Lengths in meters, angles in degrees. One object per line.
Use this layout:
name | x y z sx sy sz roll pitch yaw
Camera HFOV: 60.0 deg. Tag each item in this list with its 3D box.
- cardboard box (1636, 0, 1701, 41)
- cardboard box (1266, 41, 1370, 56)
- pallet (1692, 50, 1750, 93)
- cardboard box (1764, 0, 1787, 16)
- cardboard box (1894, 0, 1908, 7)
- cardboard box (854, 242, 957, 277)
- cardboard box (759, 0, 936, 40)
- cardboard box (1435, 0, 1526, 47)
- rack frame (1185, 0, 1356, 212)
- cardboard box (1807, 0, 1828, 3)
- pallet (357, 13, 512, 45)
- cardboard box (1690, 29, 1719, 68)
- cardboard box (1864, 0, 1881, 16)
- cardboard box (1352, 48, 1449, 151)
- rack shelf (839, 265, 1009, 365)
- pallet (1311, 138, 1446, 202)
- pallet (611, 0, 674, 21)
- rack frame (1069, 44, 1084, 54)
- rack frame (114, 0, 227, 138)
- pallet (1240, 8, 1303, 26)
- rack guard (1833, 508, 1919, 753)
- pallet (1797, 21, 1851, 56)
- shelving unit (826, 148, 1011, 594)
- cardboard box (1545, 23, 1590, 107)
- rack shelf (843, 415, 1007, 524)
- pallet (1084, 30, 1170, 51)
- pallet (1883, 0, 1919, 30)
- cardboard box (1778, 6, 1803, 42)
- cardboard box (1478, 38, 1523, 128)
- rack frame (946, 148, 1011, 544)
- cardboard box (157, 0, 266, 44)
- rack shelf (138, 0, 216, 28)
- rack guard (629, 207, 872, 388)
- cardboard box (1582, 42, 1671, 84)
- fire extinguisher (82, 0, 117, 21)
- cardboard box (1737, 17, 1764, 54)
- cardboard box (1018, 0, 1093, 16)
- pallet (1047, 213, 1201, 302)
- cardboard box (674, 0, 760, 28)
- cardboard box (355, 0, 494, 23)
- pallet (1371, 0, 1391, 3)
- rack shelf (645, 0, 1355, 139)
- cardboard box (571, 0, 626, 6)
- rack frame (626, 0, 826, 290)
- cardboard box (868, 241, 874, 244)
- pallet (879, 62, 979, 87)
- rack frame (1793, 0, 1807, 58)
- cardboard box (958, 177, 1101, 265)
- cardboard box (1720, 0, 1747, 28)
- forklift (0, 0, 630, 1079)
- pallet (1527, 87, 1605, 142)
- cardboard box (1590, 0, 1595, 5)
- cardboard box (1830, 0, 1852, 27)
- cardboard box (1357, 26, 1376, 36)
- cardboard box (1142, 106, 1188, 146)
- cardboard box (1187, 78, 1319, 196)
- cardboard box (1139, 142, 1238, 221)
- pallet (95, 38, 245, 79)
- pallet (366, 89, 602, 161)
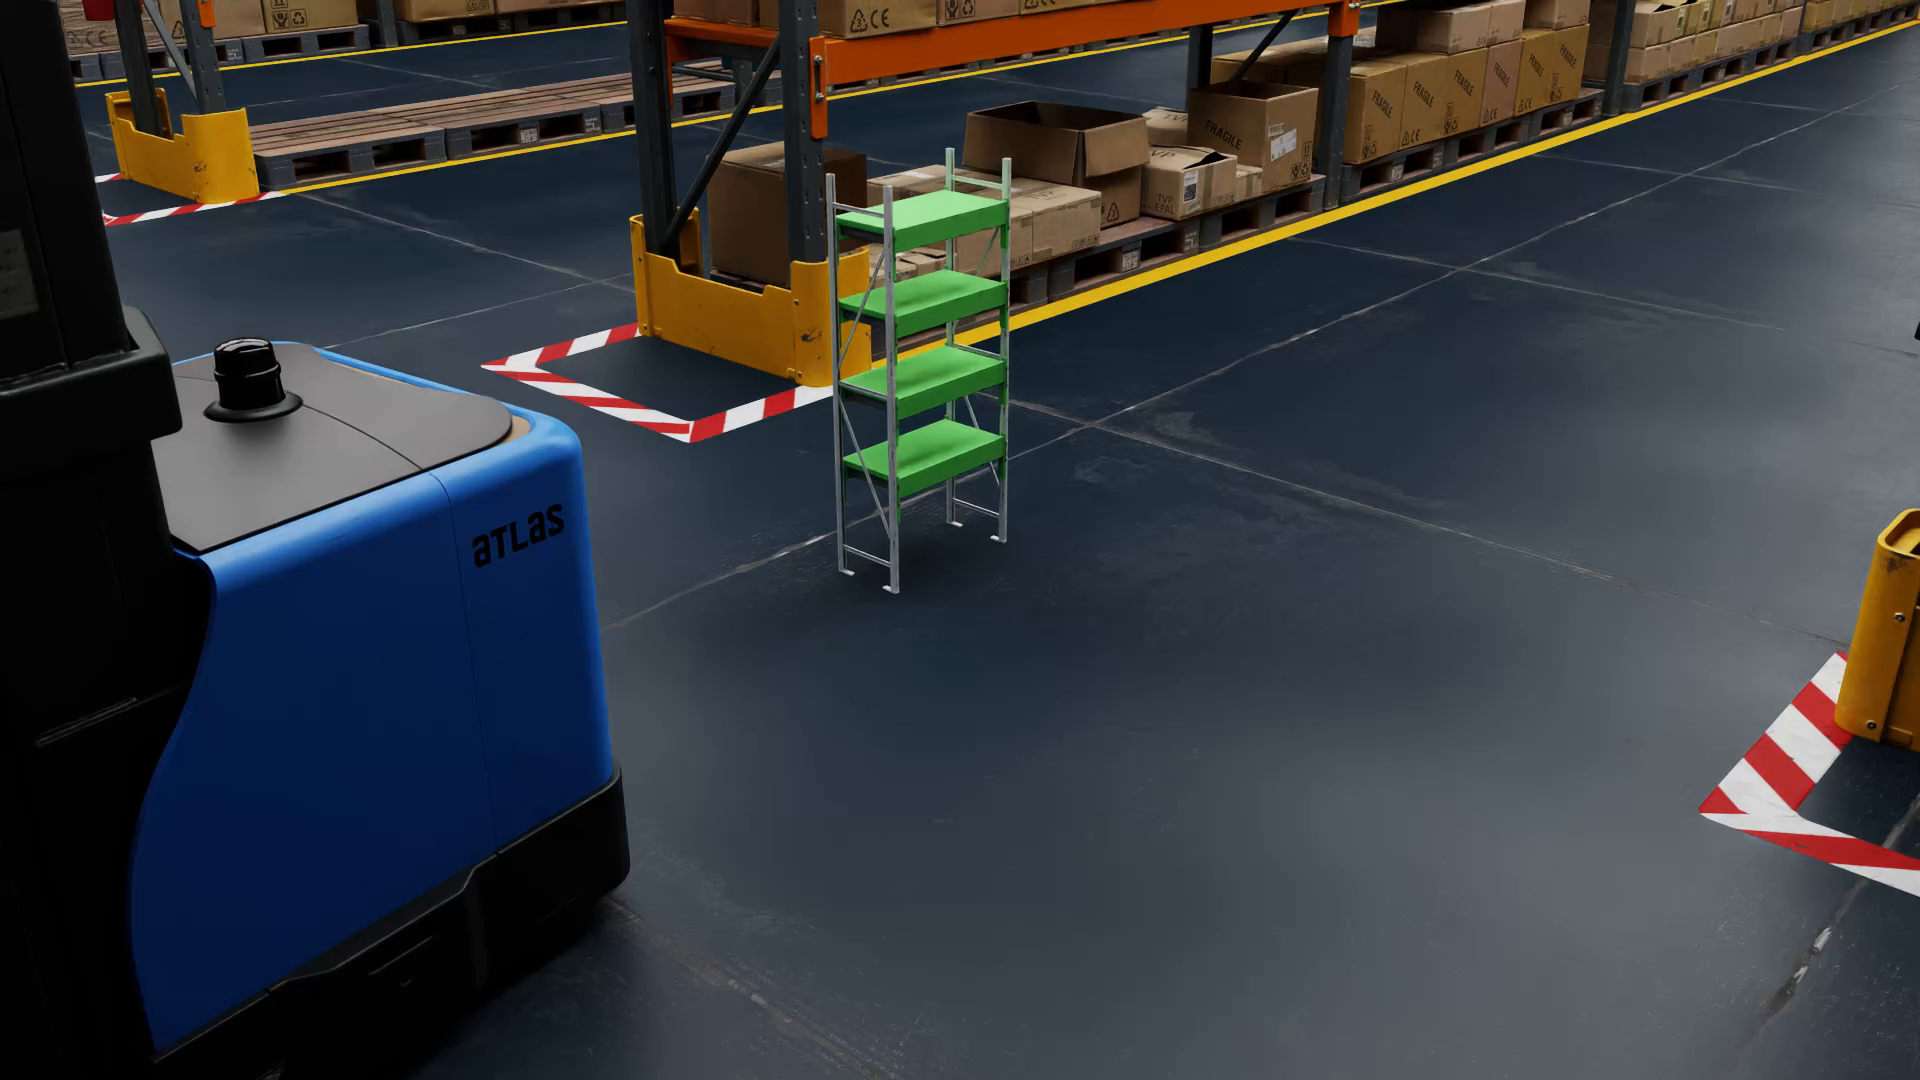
cardboard box | 5.316 -4.023 12.718 0.500 0.311 0.500 19 31 36
cardboard box | 2.186 -2.807 10.361 0.500 0.500 0.500 20 31 38
pallet | 5.797 -3.926 13.748 1.003 0.211 1.213 20 31 38
cardboard box | 6.674 -4.638 14.090 0.500 0.311 0.500 21 32 39
cardboard box | 9.280 -5.563 16.838 0.500 0.250 0.500 20 31 38
cardboard box | -0.233 -1.169 7.115 0.380 0.166 0.250 20 31 38
cardboard box | -0.443 -2.260 6.501 0.500 0.500 0.500 21 32 39
cardboard box | 3.240 -3.310 10.568 0.500 0.250 0.500 19 31 37
rack frame | 1.734 -3.370 9.099 1.000 3.000 0.127 20 31 38
cardboard box | 7.616 -5.142 14.982 0.500 0.500 0.500 20 31 38
pallet | -5.182 -5.059 16.275 1.003 0.211 1.213 20 31 38
cardboard box | 5.649 -3.918 13.169 0.500 0.250 0.500 19 30 36
cardboard box | 8.613 -5.258 16.159 0.500 0.250 0.500 20 31 38
cardboard box | 2.586 -2.676 10.070 0.500 0.500 0.500 21 31 38
rack shelf | -0.110 -0.658 4.820 0.258 0.148 0.480 20 31 38
pallet | 2.249 -2.355 10.245 1.003 0.211 1.213 20 31 38
pallet | -3.553 -5.802 17.933 1.003 0.211 1.213 20 31 38
rack frame | 0.718 -5.942 14.836 1.000 3.000 0.127 20 31 38
rack frame | -4.622 -3.504 9.400 1.000 3.000 0.127 20 31 38
pallet | 2.892 -5.638 17.567 1.003 0.211 1.213 20 31 38
rack guard | 2.740 0.349 3.861 1.175 0.500 0.348 20 31 38
pallet | 7.635 -4.765 15.620 1.003 0.211 1.213 20 31 38
shelving unit | -0.110 -0.497 4.892 0.258 1.200 0.503 20 31 38
cardboard box | 3.954 -3.299 11.460 0.500 0.500 0.500 22 32 39
rack shelf | -0.110 -0.220 5.016 0.258 0.148 0.480 20 31 38
pallet | 1.264 -4.895 15.909 1.003 0.211 1.213 20 31 38
pallet | 9.264 -5.509 17.278 1.003 0.211 1.213 20 31 38
cardboard box | 7.013 -4.538 14.553 0.500 0.250 0.500 20 31 37
cardboard box | 3.263 -2.980 10.748 0.500 0.500 0.500 19 30 36
rack frame | 0.052 -0.571 5.058 0.240 1.200 0.015 20 31 38
cardboard box | -6.741 -4.844 14.472 0.875 0.875 0.875 20 31 38
rack shelf | -3.287 -3.786 10.906 1.077 0.370 4.000 20 31 38
rack guard | -0.885 -1.033 6.944 1.175 0.500 0.348 20 31 38
cardboard box | 4.972 -3.605 12.470 0.500 0.250 0.500 20 31 37
fire extinguisher | -5.061 -3.377 9.666 0.296 0.674 0.183 20 31 38
cardboard box | 6.333 -4.229 13.863 0.500 0.250 0.500 21 32 39
cardboard box | 0.235 -2.570 7.194 0.500 0.500 0.500 20 31 37
pallet | 0.461 -1.515 8.370 1.003 0.211 1.213 20 31 38
cardboard box | -0.839 -2.407 6.830 0.500 0.500 0.500 21 32 39
cardboard box | -5.228 -5.498 15.930 1.225 0.875 0.875 20 31 38
pallet | 4.681 -6.455 19.388 1.003 0.211 1.213 20 31 38
rack shelf | 0.399 -2.432 7.887 1.077 0.370 4.000 20 31 38
cardboard box | -4.048 -6.042 17.144 1.225 0.875 0.875 20 31 38
rack frame | -0.935 -2.151 6.381 1.000 3.000 0.127 20 31 38
cardboard box | -0.419 -1.390 7.610 0.380 0.166 0.250 20 31 38
pallet | -0.592 -4.048 14.020 1.003 0.211 1.213 20 31 38
rack frame | 7.073 -5.807 14.535 1.000 3.000 0.127 20 31 38
cardboard box | 0.306 -1.490 7.729 0.500 0.250 0.500 20 31 38
cardboard box | 6.001 -4.334 13.413 0.500 0.311 0.500 20 31 37
forklift | -1.965 -0.204 2.122 1.130 2.935 3.031 16 29 32
pallet | 3.877 -3.099 11.903 1.003 0.211 1.213 20 31 38
cardboard box | 4.570 -4.008 12.685 0.500 0.311 0.500 21 32 39
cardboard box | 7.946 -4.953 15.479 0.500 0.250 0.500 20 31 38
cardboard box | 2.859 -3.115 11.048 0.500 0.500 0.500 19 30 36
cardboard box | 1.293 -2.275 9.405 0.500 0.311 0.500 20 31 38
cardboard box | 1.565 -2.179 8.960 0.500 0.500 0.500 20 31 38
cardboard box | 1.065 -1.864 8.489 0.500 0.311 0.500 20 31 38
pallet | -7.020 -4.219 14.403 1.003 0.211 1.213 20 31 38
pallet | -3.228 -2.843 11.332 1.003 0.211 1.213 20 31 38
